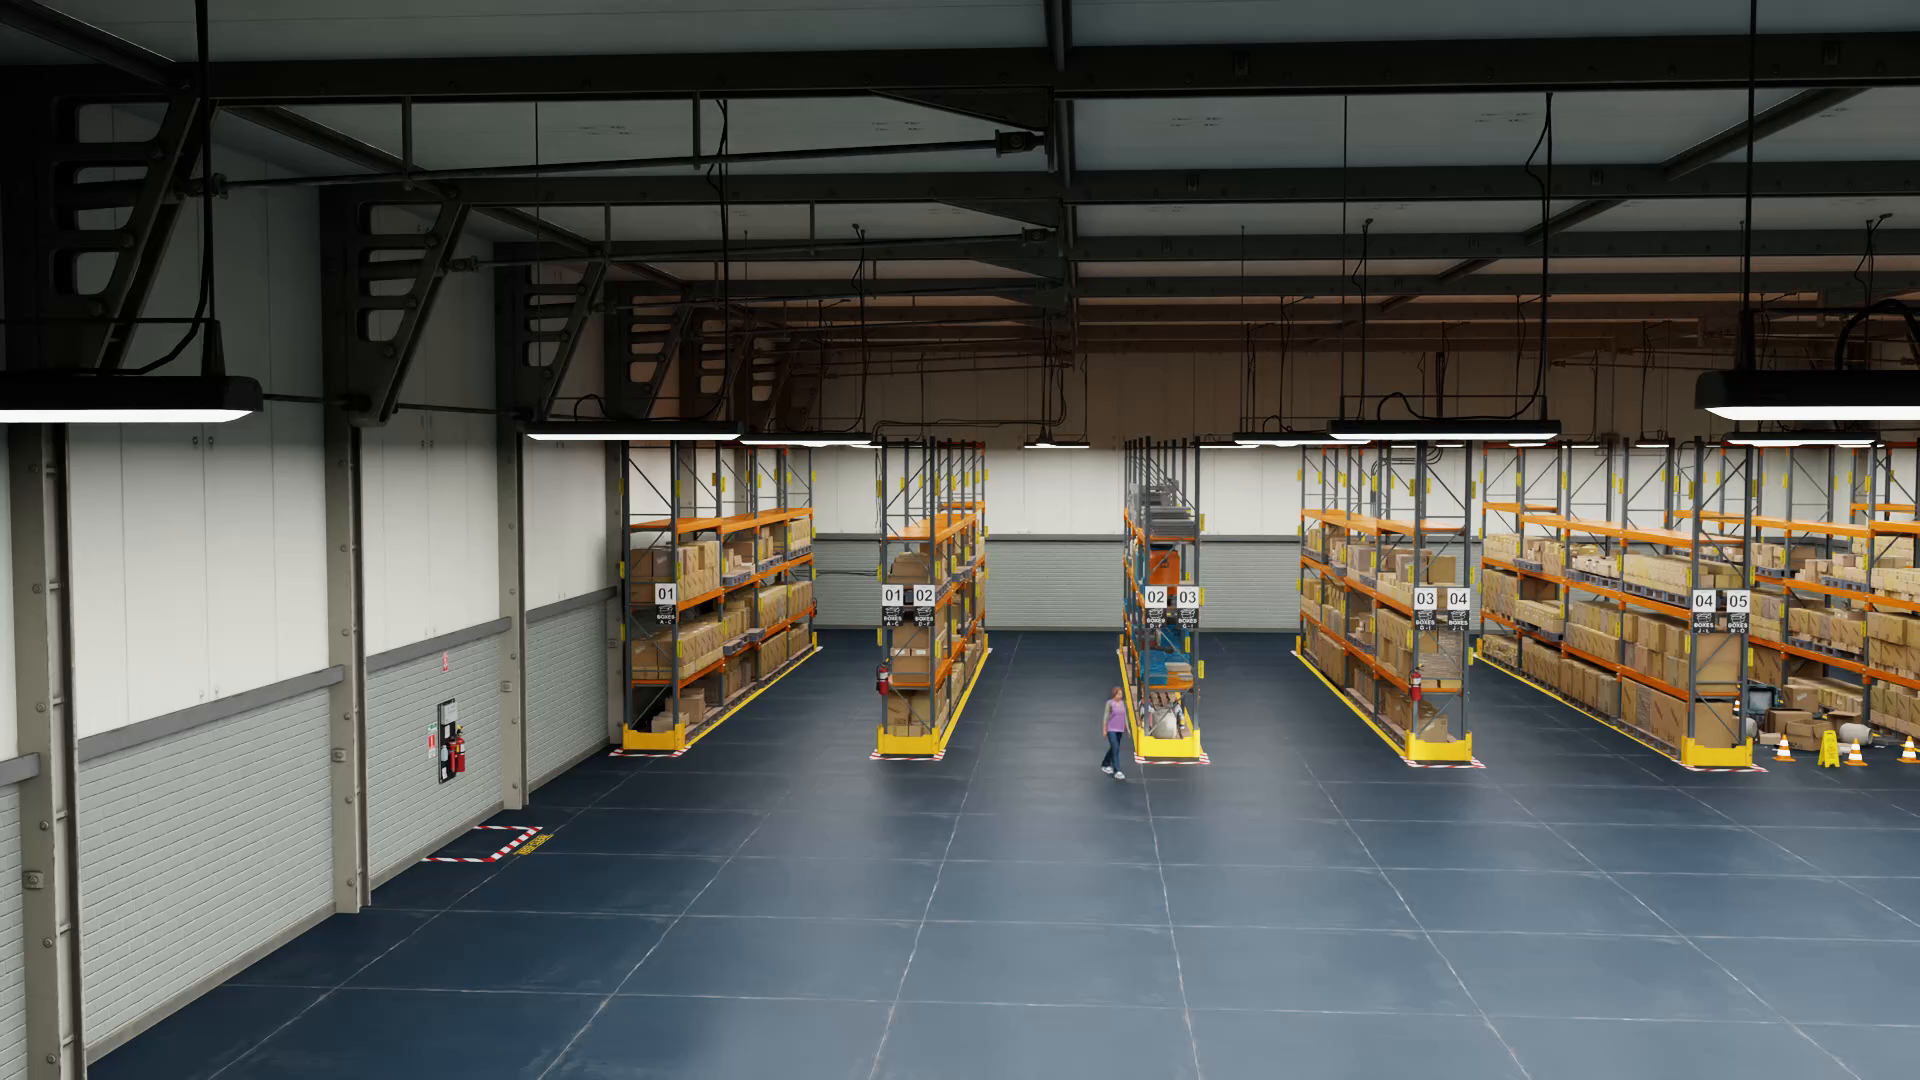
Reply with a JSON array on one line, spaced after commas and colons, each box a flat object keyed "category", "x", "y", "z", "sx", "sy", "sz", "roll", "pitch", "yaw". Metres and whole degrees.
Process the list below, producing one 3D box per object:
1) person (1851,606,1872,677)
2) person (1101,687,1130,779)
[{"category": "person", "x": 22.963, "y": 2.571, "z": 42.187, "sx": 0.520, "sy": 1.784, "sz": 0.540, "roll": -1, "pitch": 3, "yaw": -22}, {"category": "person", "x": 2.743, "y": 3.364, "z": 29.223, "sx": 0.469, "sy": 1.562, "sz": 0.814, "roll": -2, "pitch": 4, "yaw": -39}]
